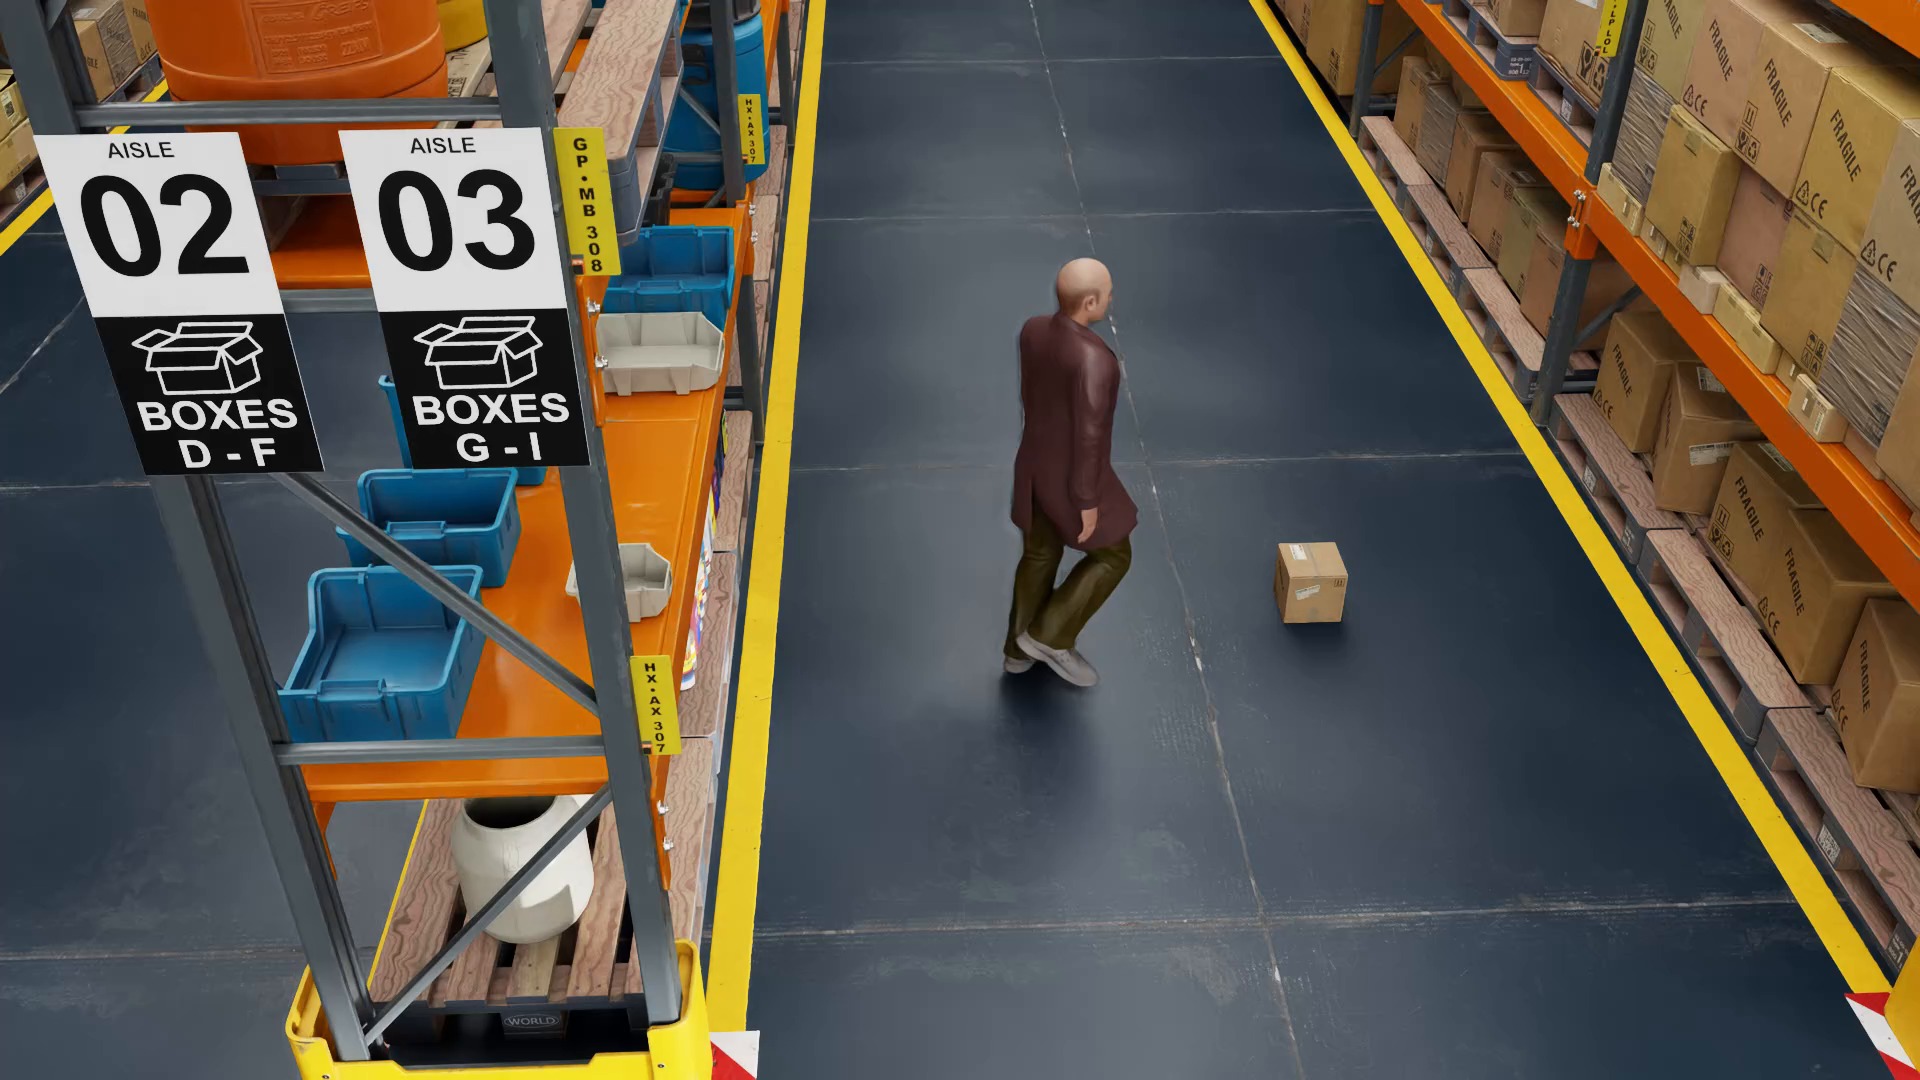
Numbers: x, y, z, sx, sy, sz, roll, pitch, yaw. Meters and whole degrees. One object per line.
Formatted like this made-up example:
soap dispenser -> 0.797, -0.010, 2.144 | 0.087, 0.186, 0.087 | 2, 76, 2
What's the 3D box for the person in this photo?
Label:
person -> 0.406, -0.246, 6.478 | 0.503, 1.768, 0.606 | -21, 40, -27
